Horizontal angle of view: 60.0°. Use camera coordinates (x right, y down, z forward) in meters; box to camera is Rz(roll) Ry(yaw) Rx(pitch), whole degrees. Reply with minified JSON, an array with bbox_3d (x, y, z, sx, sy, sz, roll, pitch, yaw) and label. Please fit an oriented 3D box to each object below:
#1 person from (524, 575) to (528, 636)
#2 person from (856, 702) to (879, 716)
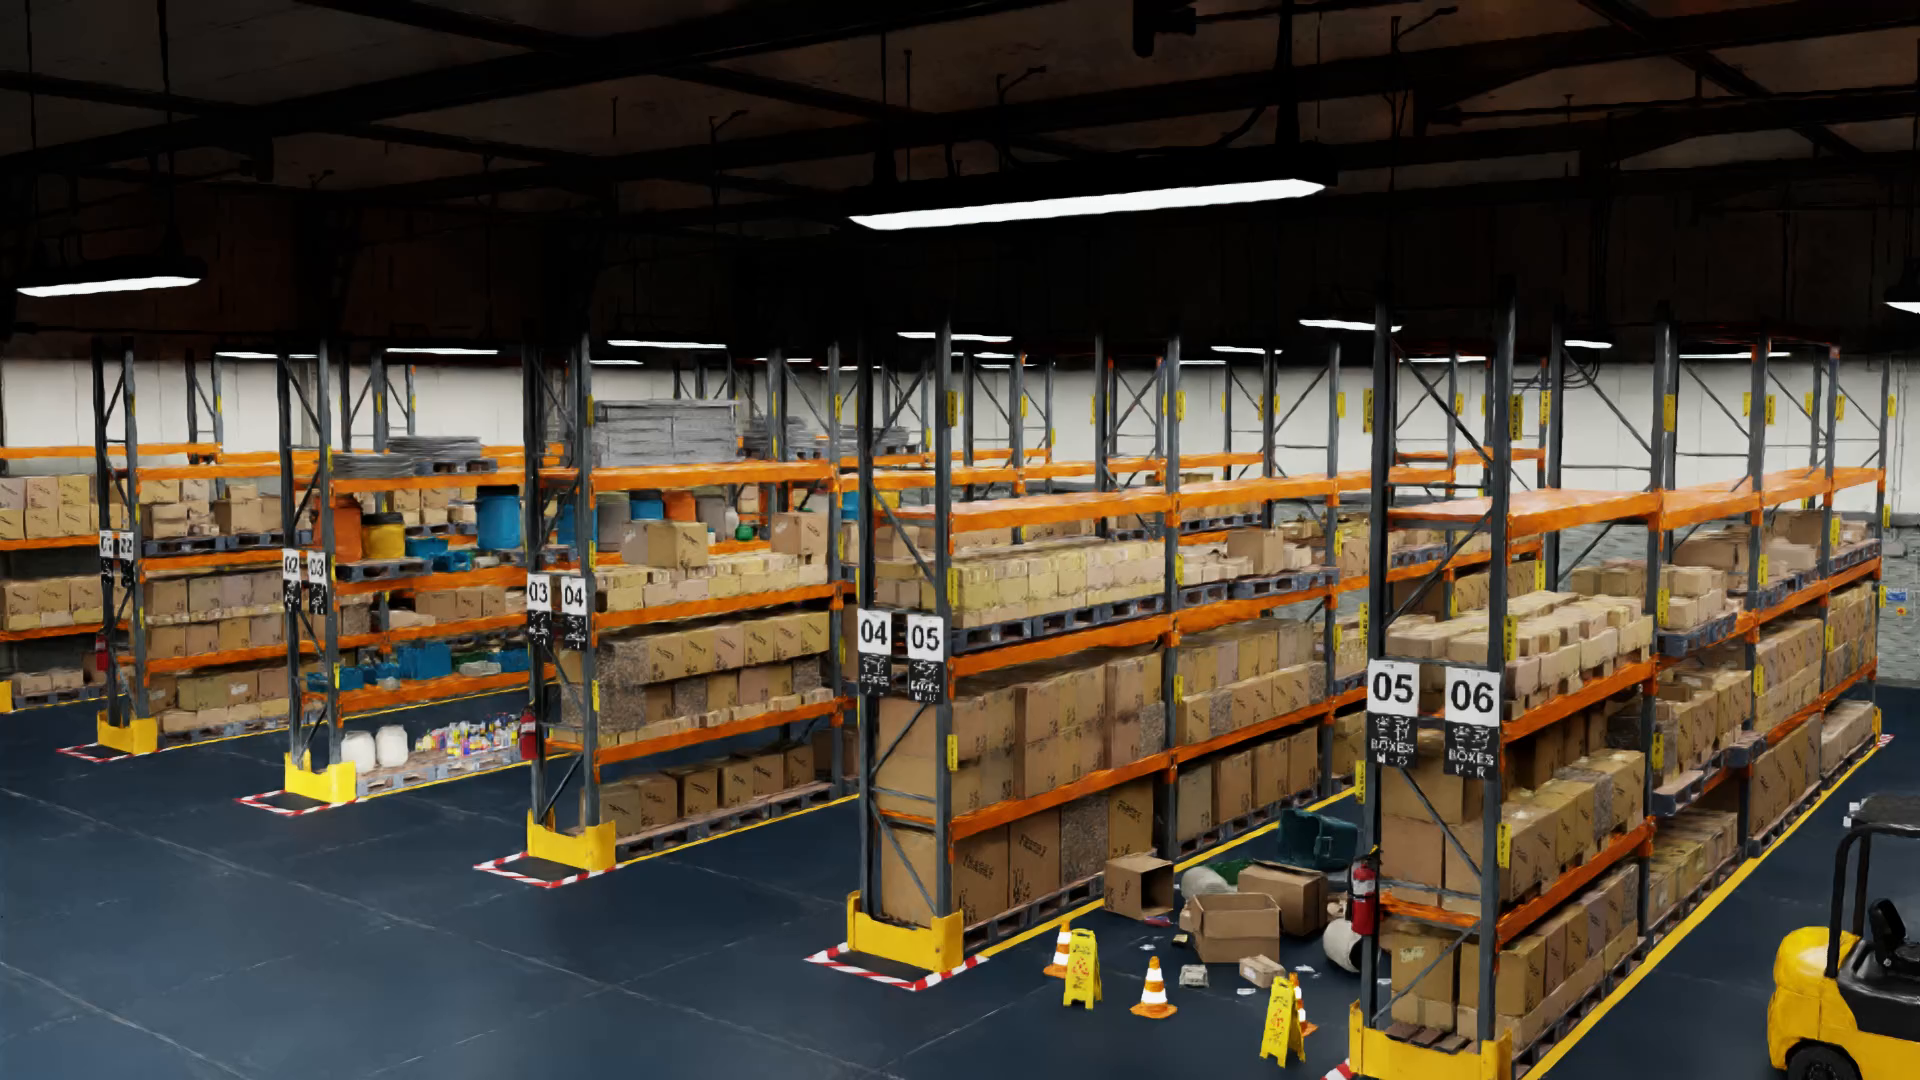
[{"bbox_3d":[-8.452,1.449,33.211,0.677,1.674,0.534,3,6,35],"label":"person"},{"bbox_3d":[-1.370,2.152,24.590,0.669,1.719,0.591,-3,6,-27],"label":"person"}]
